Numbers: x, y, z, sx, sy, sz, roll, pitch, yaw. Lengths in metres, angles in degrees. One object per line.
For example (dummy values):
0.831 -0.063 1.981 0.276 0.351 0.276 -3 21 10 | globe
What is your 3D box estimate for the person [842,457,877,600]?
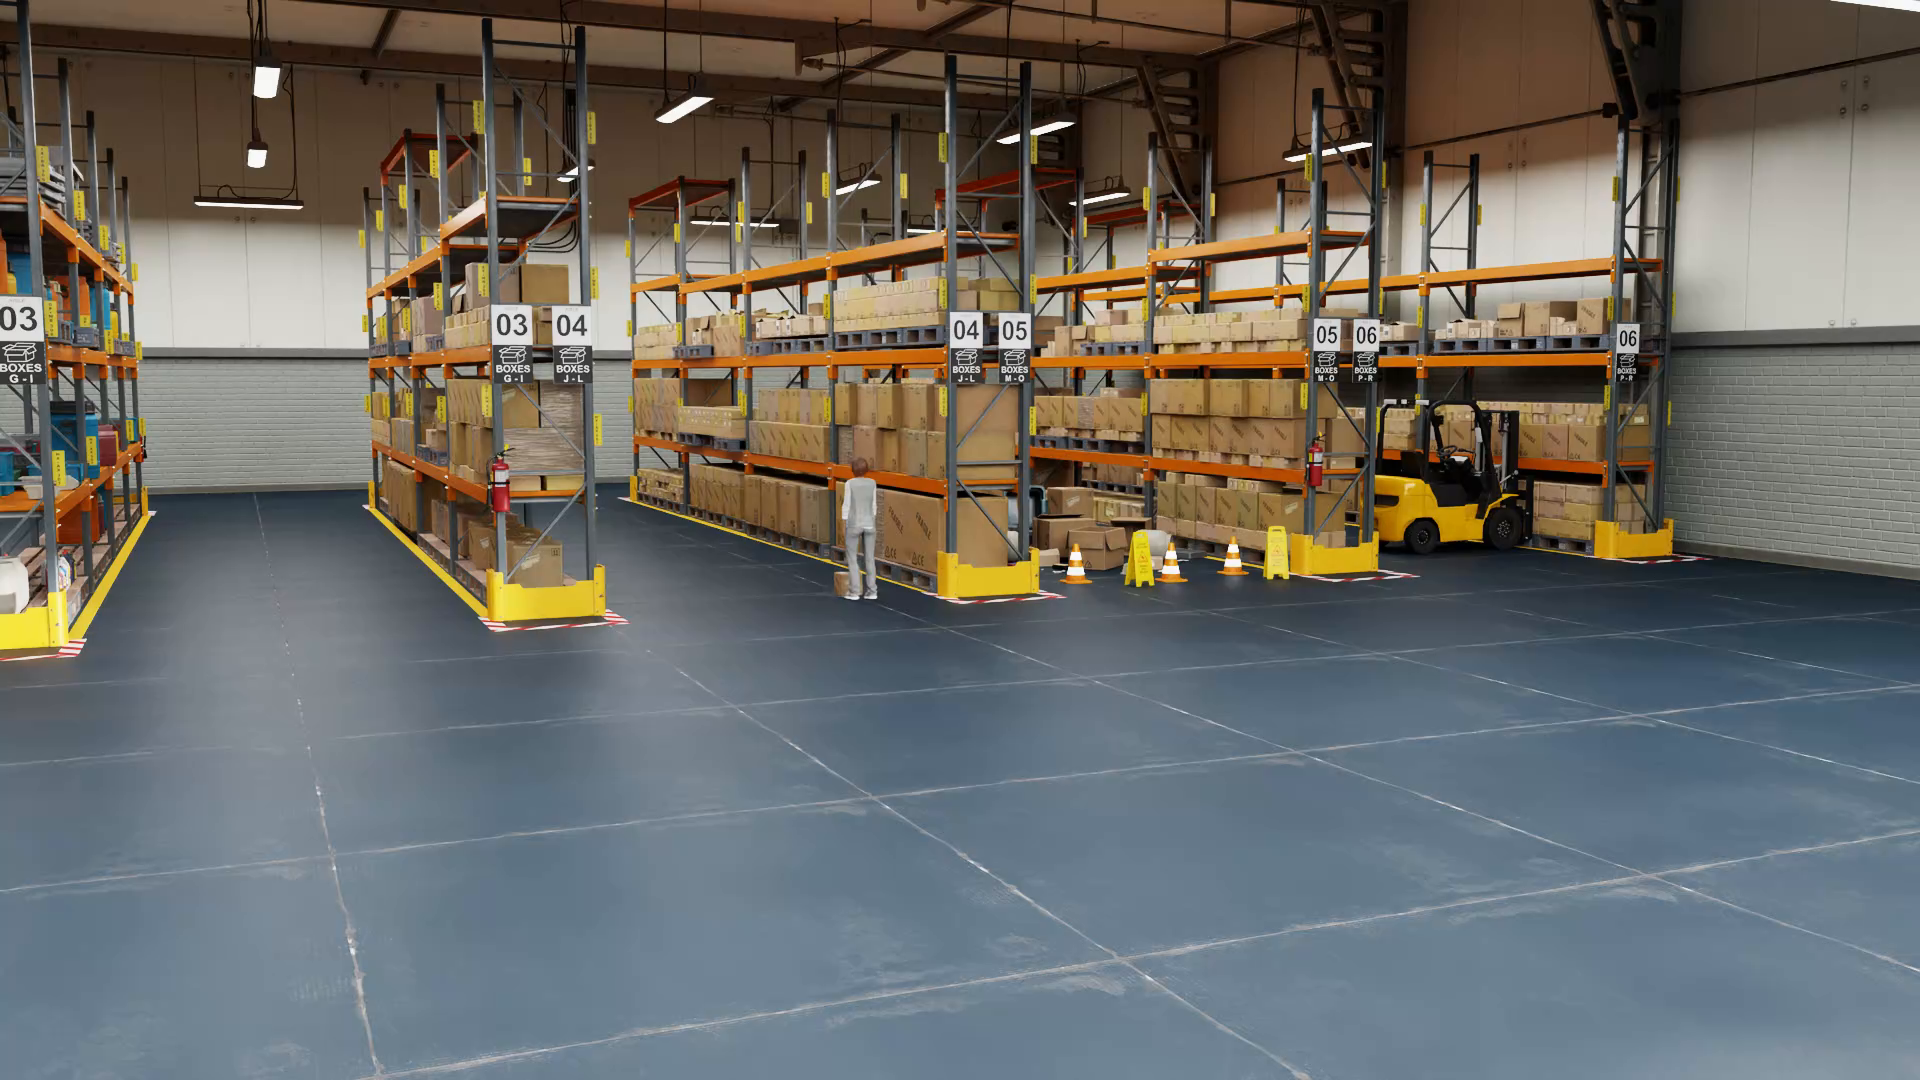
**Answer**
-1.122 -0.124 18.519 0.407 1.592 0.307 -2 6 -22 | person
